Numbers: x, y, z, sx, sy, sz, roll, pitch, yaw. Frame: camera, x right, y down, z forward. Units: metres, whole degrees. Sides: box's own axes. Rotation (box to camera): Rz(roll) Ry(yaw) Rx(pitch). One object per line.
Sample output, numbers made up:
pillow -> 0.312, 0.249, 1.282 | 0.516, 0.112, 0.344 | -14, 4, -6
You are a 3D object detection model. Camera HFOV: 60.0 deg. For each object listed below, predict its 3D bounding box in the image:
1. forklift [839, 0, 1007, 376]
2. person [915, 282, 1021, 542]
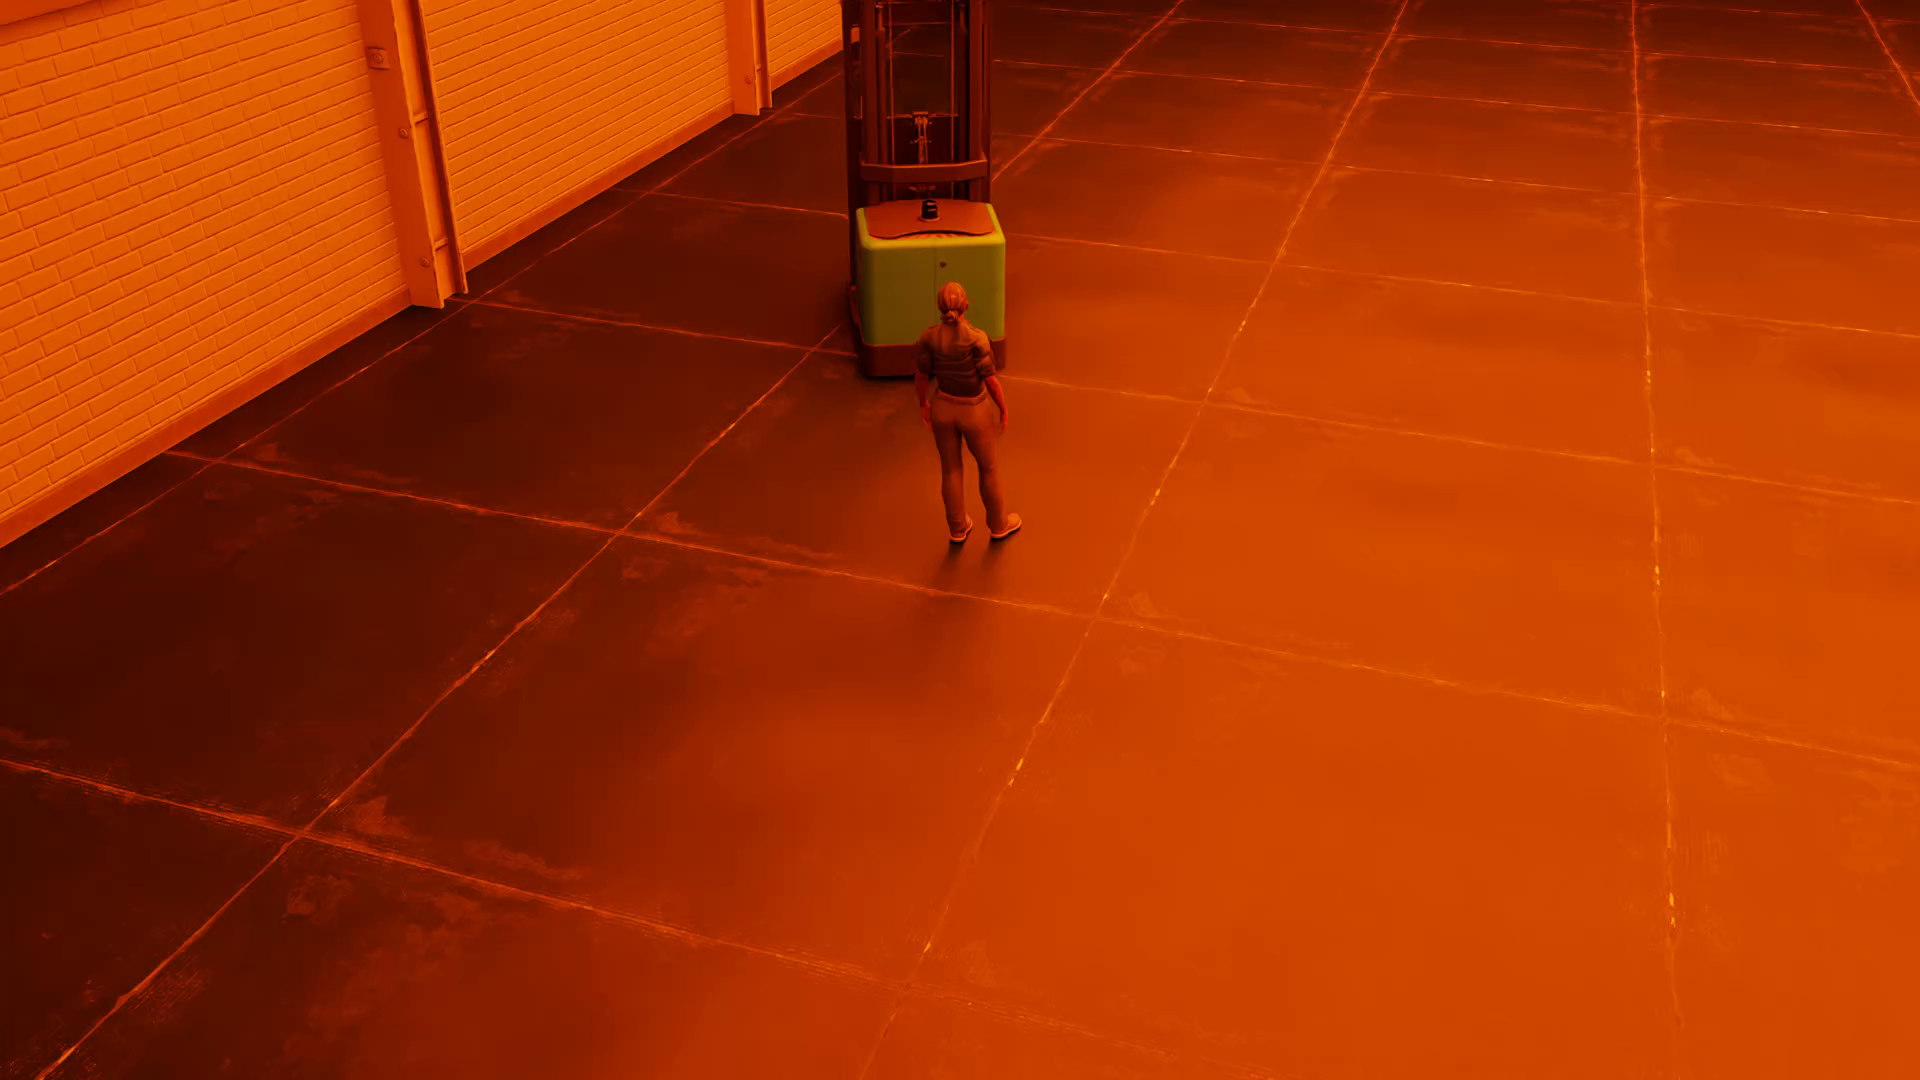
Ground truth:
forklift -> -0.339, -3.161, 12.681 | 1.130, 2.935, 3.031 | -3, 30, -5
person -> 0.047, -0.763, 9.750 | 0.570, 1.656, 0.503 | 10, 31, 16
